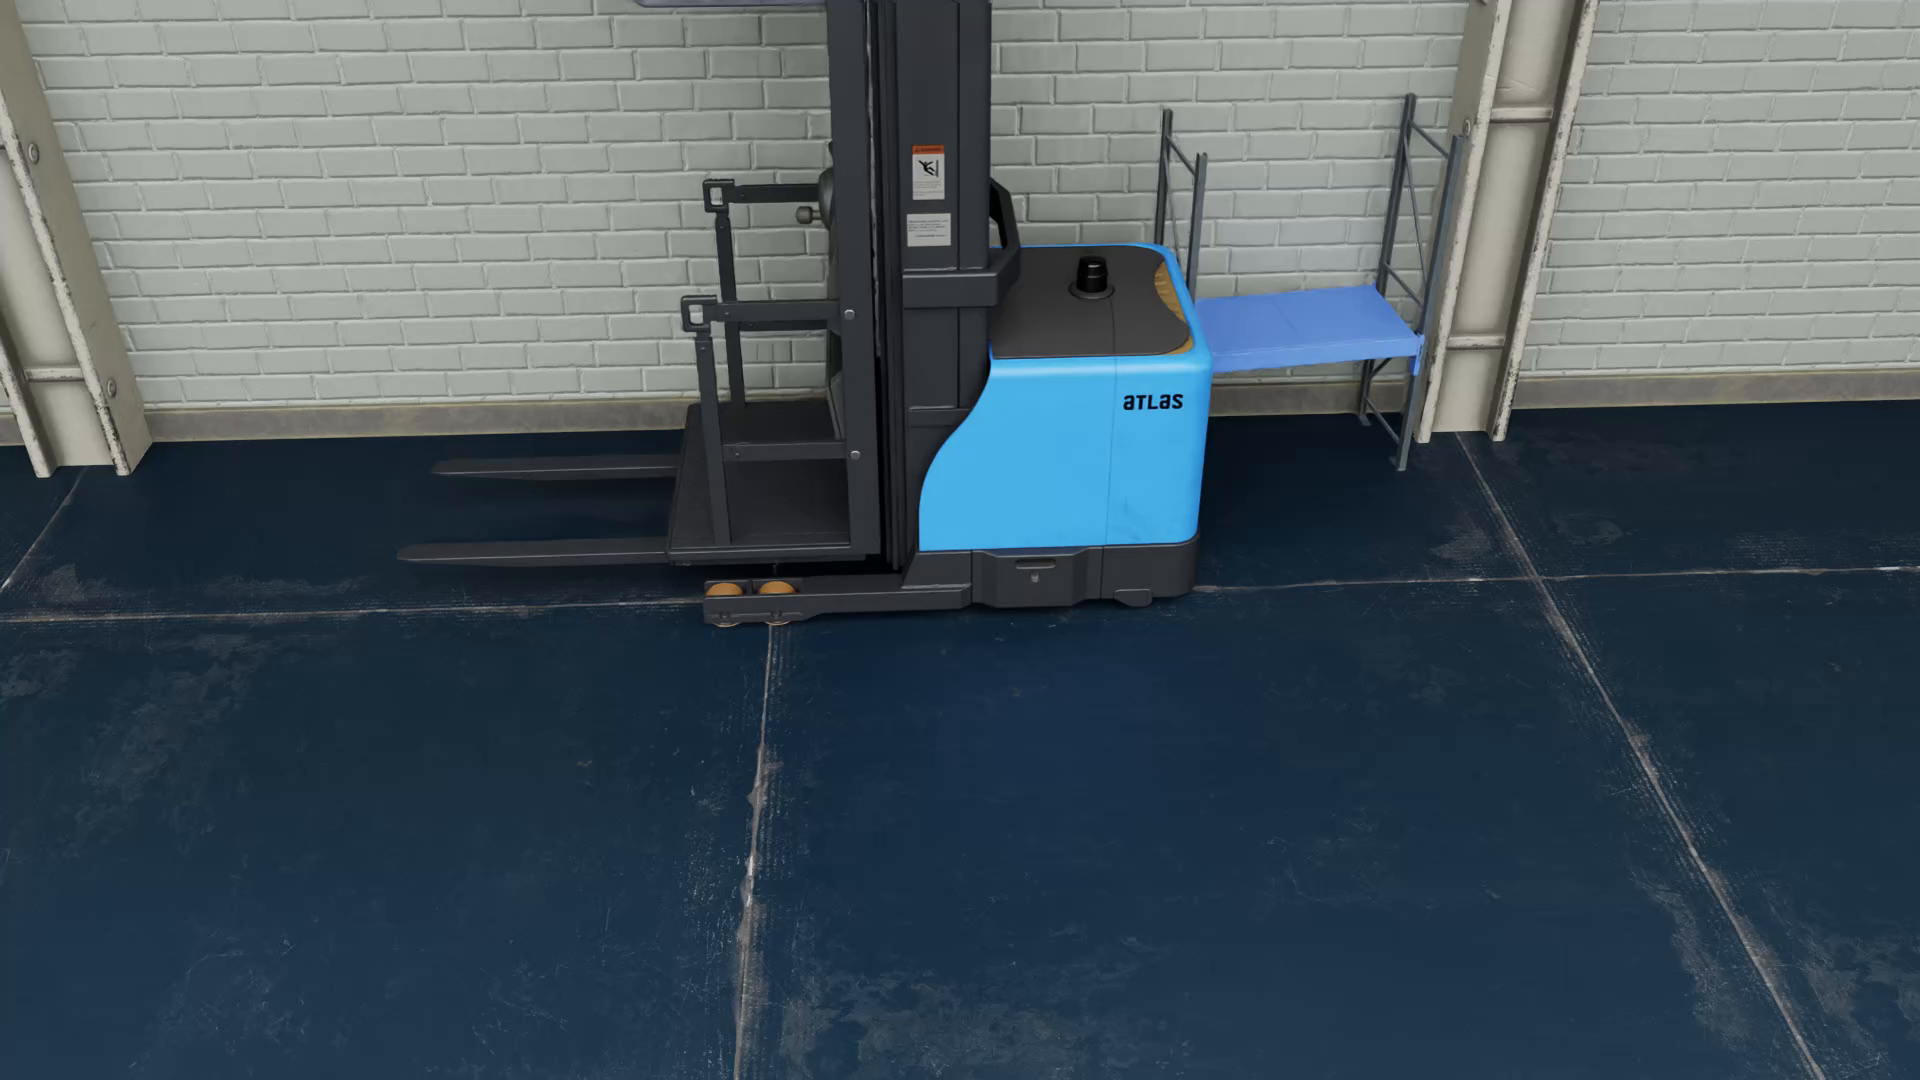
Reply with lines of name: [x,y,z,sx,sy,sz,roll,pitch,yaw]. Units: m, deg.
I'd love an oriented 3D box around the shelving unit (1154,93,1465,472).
shelving unit: [1.363,-1.001,6.878,1.048,1.500,0.538,-6,35,-8]

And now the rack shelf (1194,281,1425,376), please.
rack shelf: [1.363,-0.853,6.981,1.000,0.185,0.538,-6,35,-8]

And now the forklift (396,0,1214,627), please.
forklift: [-0.629,-1.187,5.889,3.031,2.935,1.130,-2,35,-2]

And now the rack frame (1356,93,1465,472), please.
rack frame: [1.863,-1.052,6.952,0.032,1.500,0.500,-6,35,-8]

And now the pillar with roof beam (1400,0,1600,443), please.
pillar with roof beam: [2.421,-1.777,1.410,0.400,9.000,9.100,-2,35,-2]

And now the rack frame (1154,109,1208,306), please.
rack frame: [0.862,-0.949,6.804,0.032,1.500,0.500,-6,35,-8]

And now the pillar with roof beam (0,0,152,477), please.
pillar with roof beam: [-3.573,-1.615,1.177,0.400,9.000,9.100,-2,35,-2]
